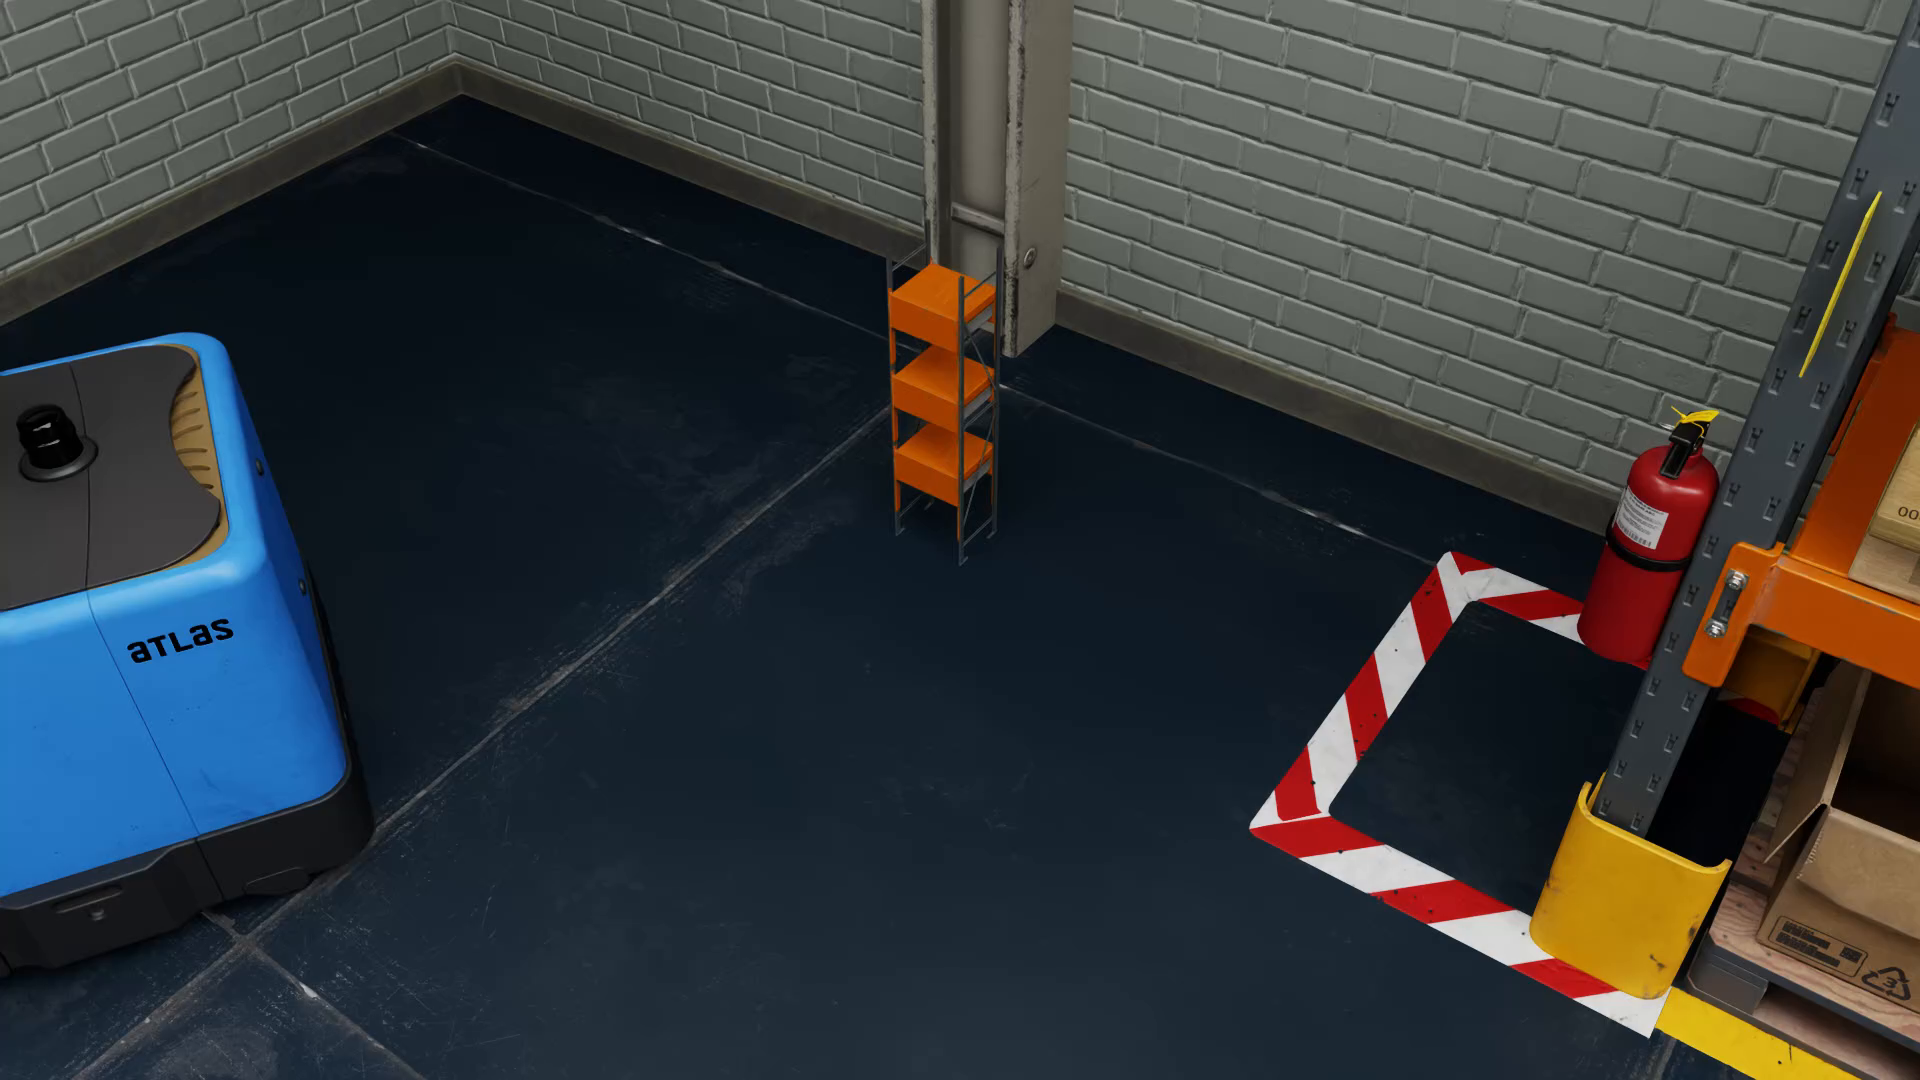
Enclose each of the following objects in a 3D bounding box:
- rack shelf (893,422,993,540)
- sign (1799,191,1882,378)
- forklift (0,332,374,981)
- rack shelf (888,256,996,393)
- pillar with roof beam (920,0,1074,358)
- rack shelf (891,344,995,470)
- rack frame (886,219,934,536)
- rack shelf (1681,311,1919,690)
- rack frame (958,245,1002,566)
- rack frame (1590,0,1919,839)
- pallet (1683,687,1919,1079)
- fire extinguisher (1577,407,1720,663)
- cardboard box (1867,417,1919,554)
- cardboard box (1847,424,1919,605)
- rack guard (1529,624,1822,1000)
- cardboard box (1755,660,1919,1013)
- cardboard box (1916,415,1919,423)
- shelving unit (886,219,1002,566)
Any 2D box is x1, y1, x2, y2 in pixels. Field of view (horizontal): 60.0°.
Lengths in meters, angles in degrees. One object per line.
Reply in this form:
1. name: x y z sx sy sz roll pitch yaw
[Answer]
1. rack shelf: -0.044 -0.197 5.115 0.240 0.259 0.215 25 48 25
2. sign: 1.499 -0.432 2.834 0.005 0.325 0.100 25 48 25
3. forklift: -3.079 -0.152 3.221 3.031 2.935 1.130 -17 44 -18
4. rack shelf: -0.044 -0.615 4.741 0.240 0.259 0.215 25 48 25
5. pillar with roof beam: -2.352 -1.815 0.530 0.400 9.000 9.100 25 48 25
6. rack shelf: -0.044 -0.404 4.930 0.240 0.259 0.215 25 48 25
7. rack frame: -0.144 -0.458 4.975 0.008 1.050 0.200 25 48 25
8. rack shelf: 3.448 0.628 2.838 4.000 0.370 1.077 25 48 25
9. rack frame: 0.056 -0.365 4.871 0.008 1.050 0.200 25 48 25
10. rack frame: 1.810 -0.405 3.454 0.127 3.000 1.000 25 48 25
11. pallet: 2.526 0.968 4.010 1.213 0.211 1.003 25 48 25
12. fire extinguisher: 1.425 -0.042 3.385 0.183 0.674 0.296 25 48 25
13. cardboard box: 2.027 -0.140 3.046 0.500 0.250 0.500 25 48 26
14. cardboard box: 1.922 -0.036 3.229 0.250 0.149 0.380 25 47 25
15. rack guard: 1.873 0.555 4.255 0.348 0.500 1.175 25 48 25
16. cardboard box: 2.257 0.654 3.826 0.637 0.503 0.797 23 47 24
17. cardboard box: 2.236 -0.331 3.559 0.250 0.149 0.380 25 47 25
18. shelving unit: -0.044 -0.412 4.923 0.252 1.050 0.215 25 48 25
